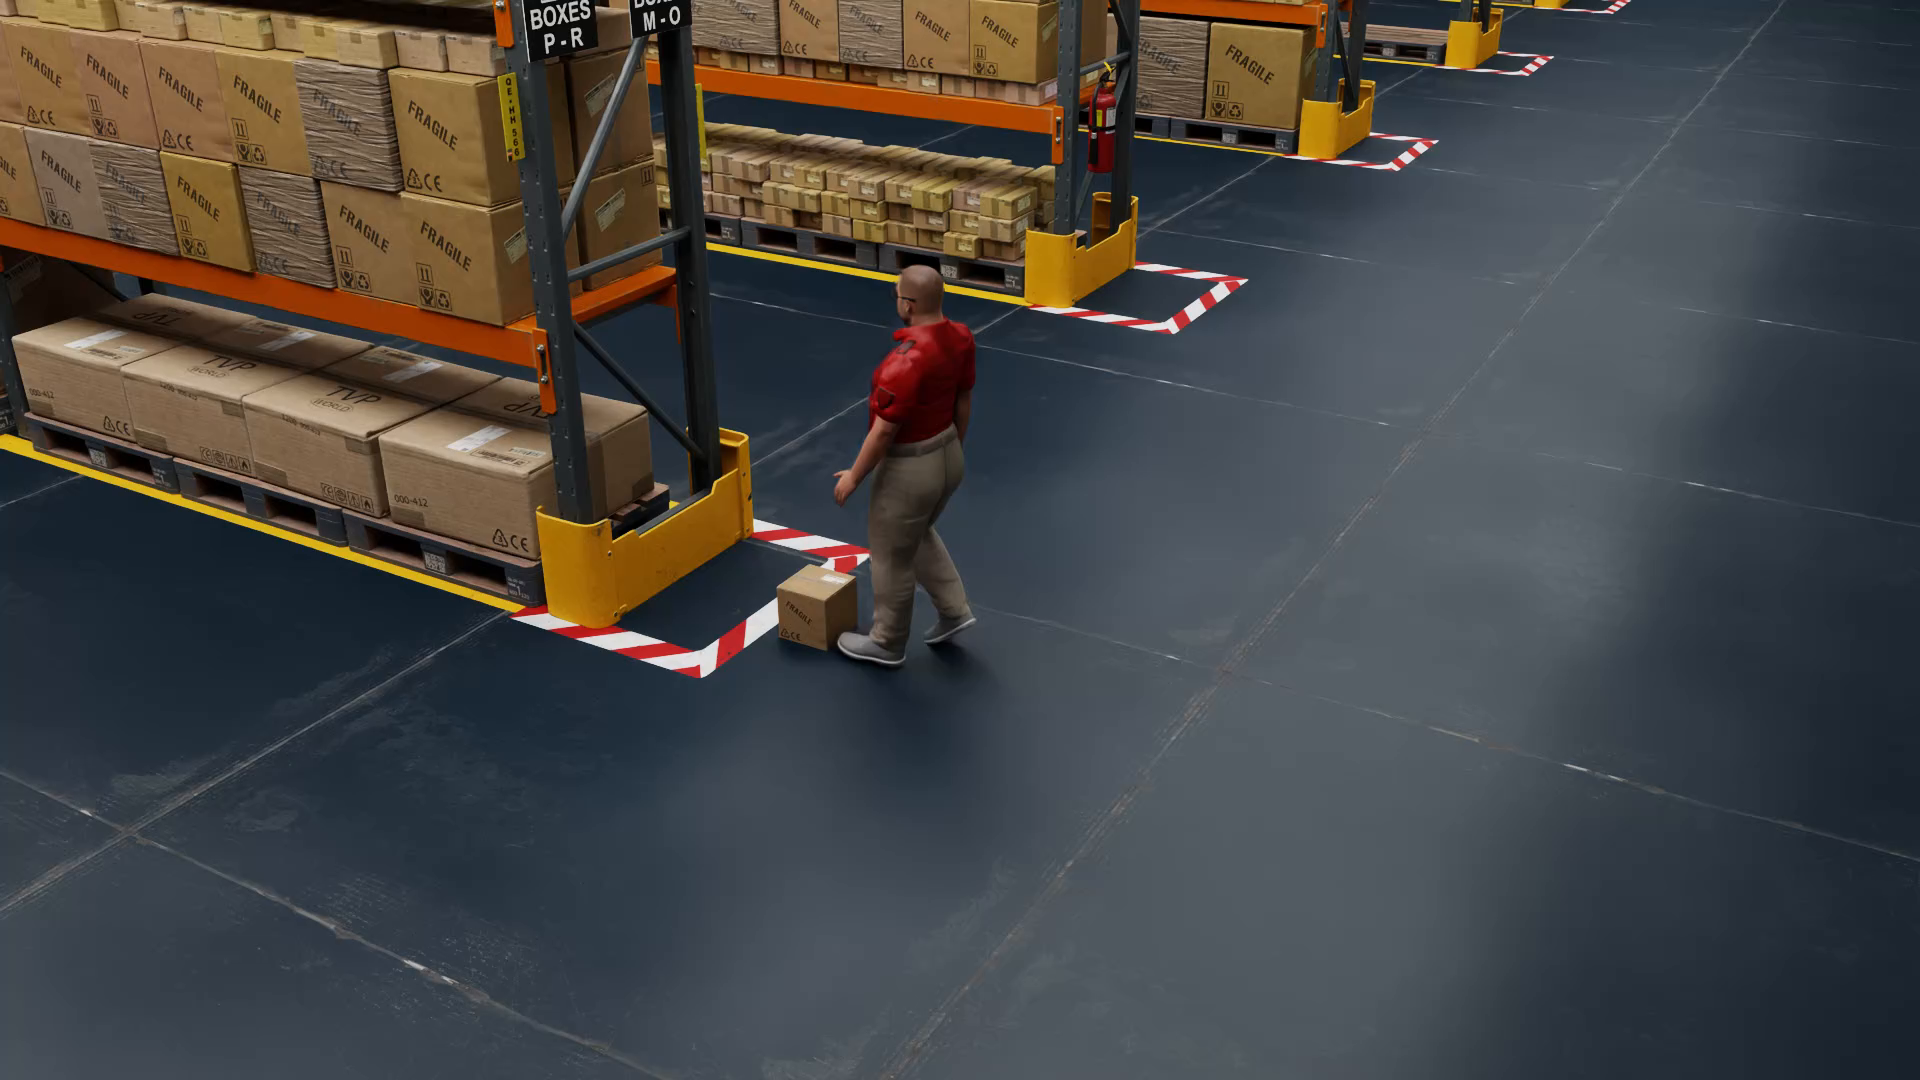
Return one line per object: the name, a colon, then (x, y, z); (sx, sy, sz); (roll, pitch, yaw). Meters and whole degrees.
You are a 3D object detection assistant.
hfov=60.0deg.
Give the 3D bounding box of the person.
person: (-0.245, -0.271, 6.689); (0.537, 1.762, 0.560); (14, 30, 26)
